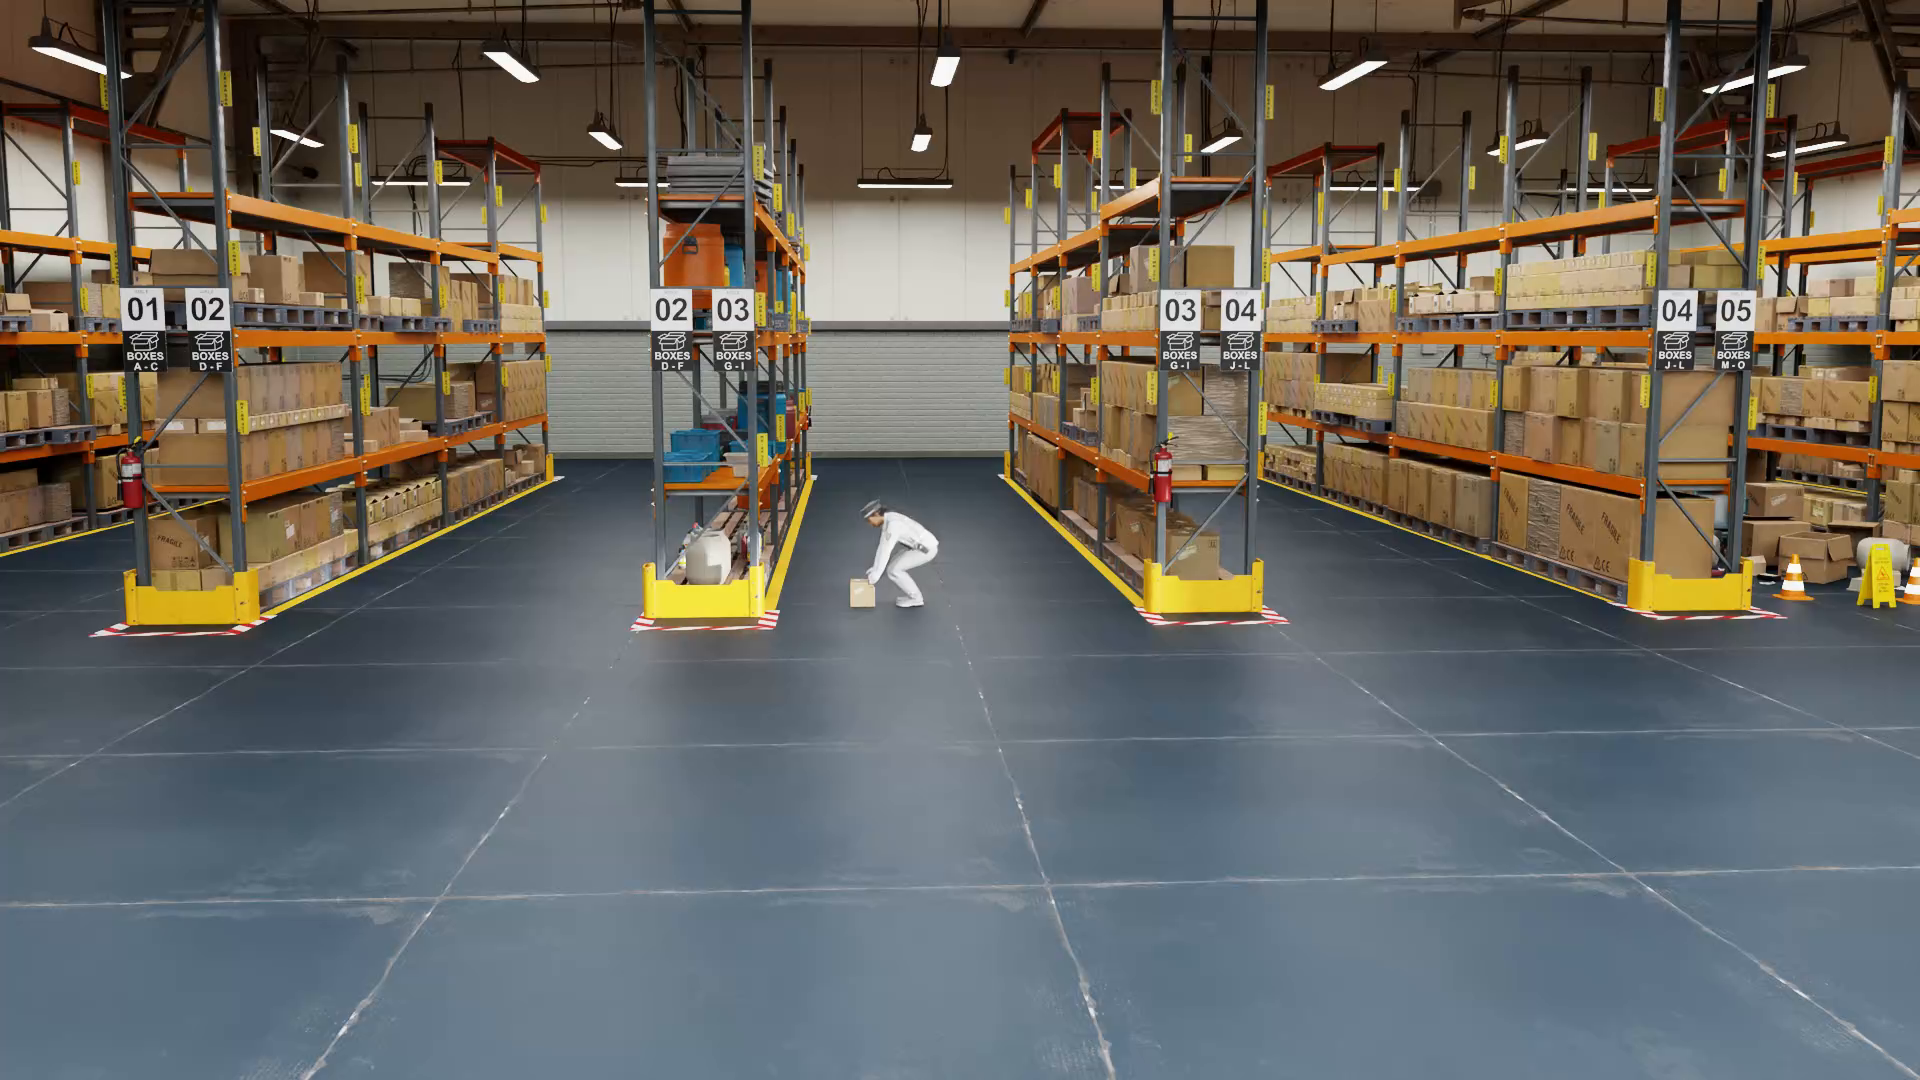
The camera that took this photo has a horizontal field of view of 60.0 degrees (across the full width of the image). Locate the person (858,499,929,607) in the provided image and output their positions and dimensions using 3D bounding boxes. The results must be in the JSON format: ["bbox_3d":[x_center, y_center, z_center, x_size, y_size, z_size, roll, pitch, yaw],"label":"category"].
[{"bbox_3d":[-0.634,0.127,17.057,0.809,1.101,0.509,0,7,-4],"label":"person"}]
